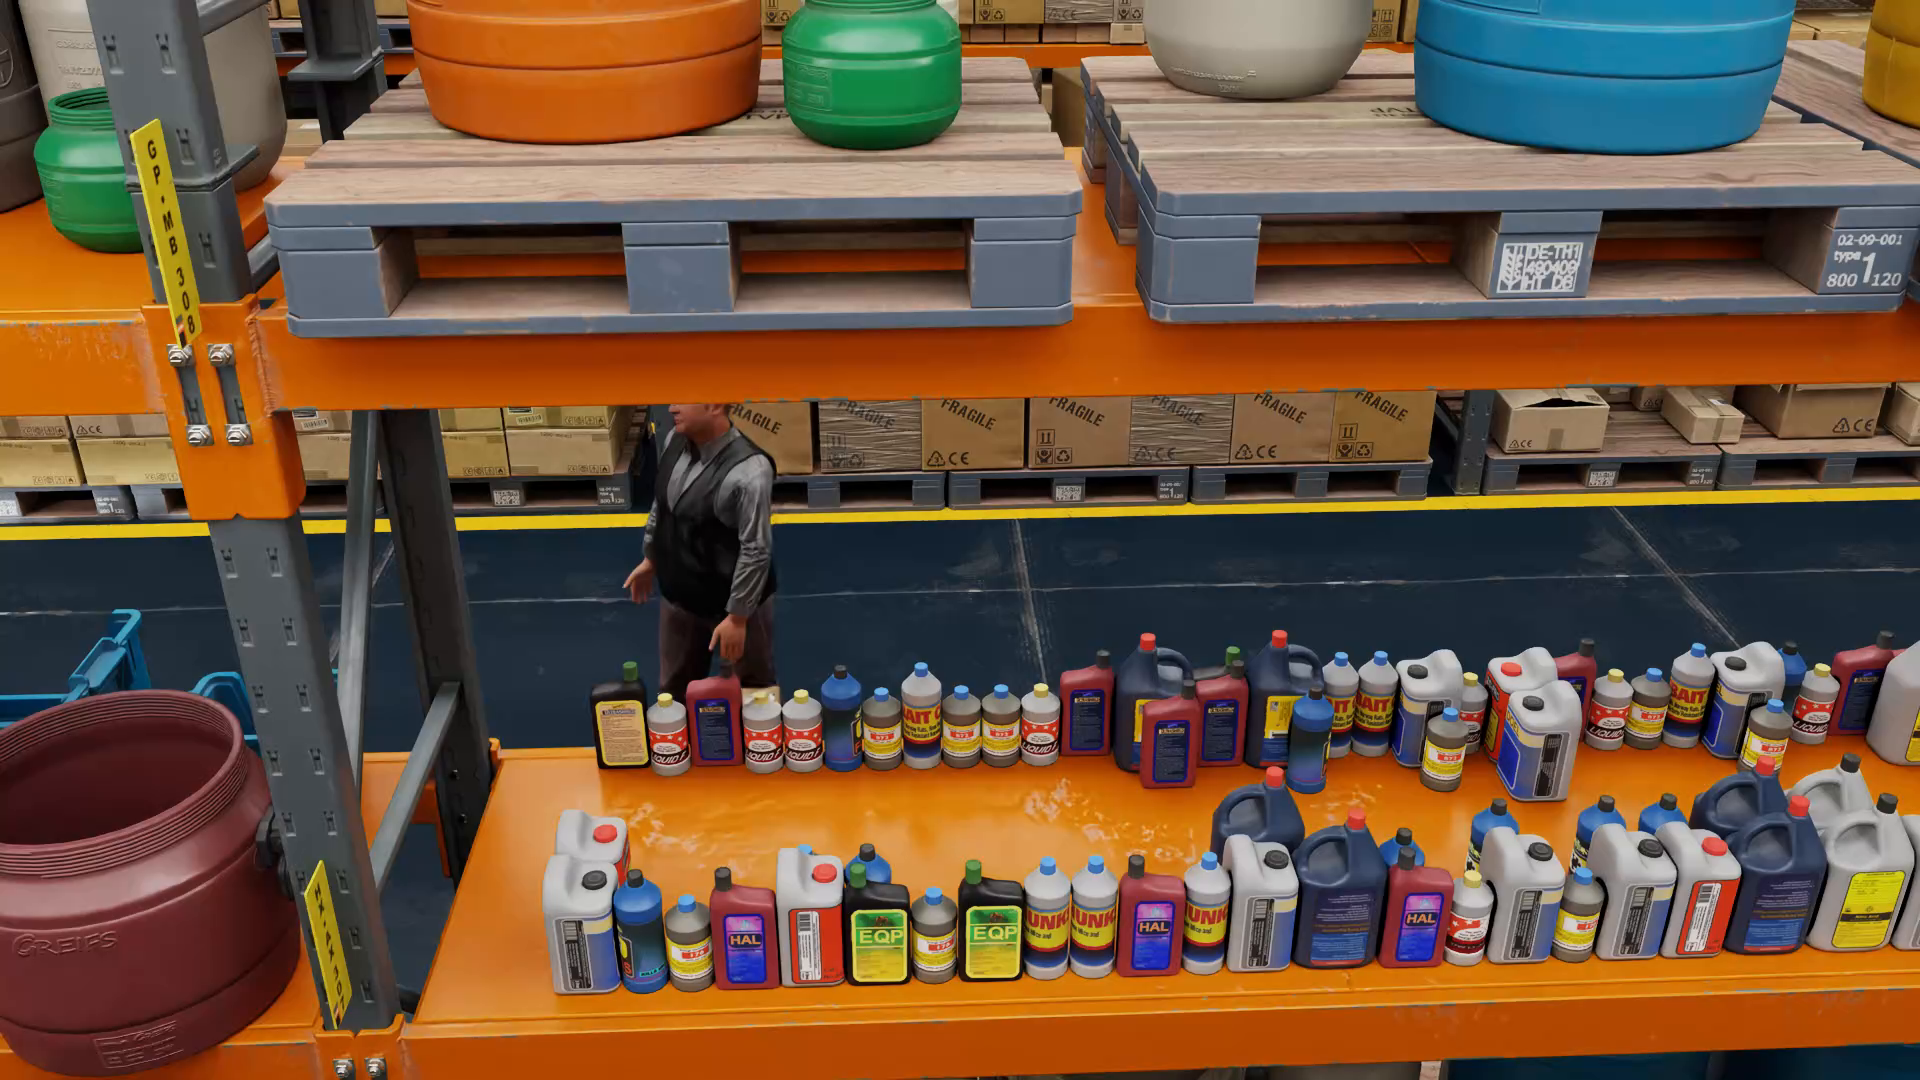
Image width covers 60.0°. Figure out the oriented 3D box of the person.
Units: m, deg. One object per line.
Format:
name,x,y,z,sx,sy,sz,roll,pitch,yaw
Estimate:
person,-0.902,0.212,5.725,0.649,1.721,0.624,23,35,38
